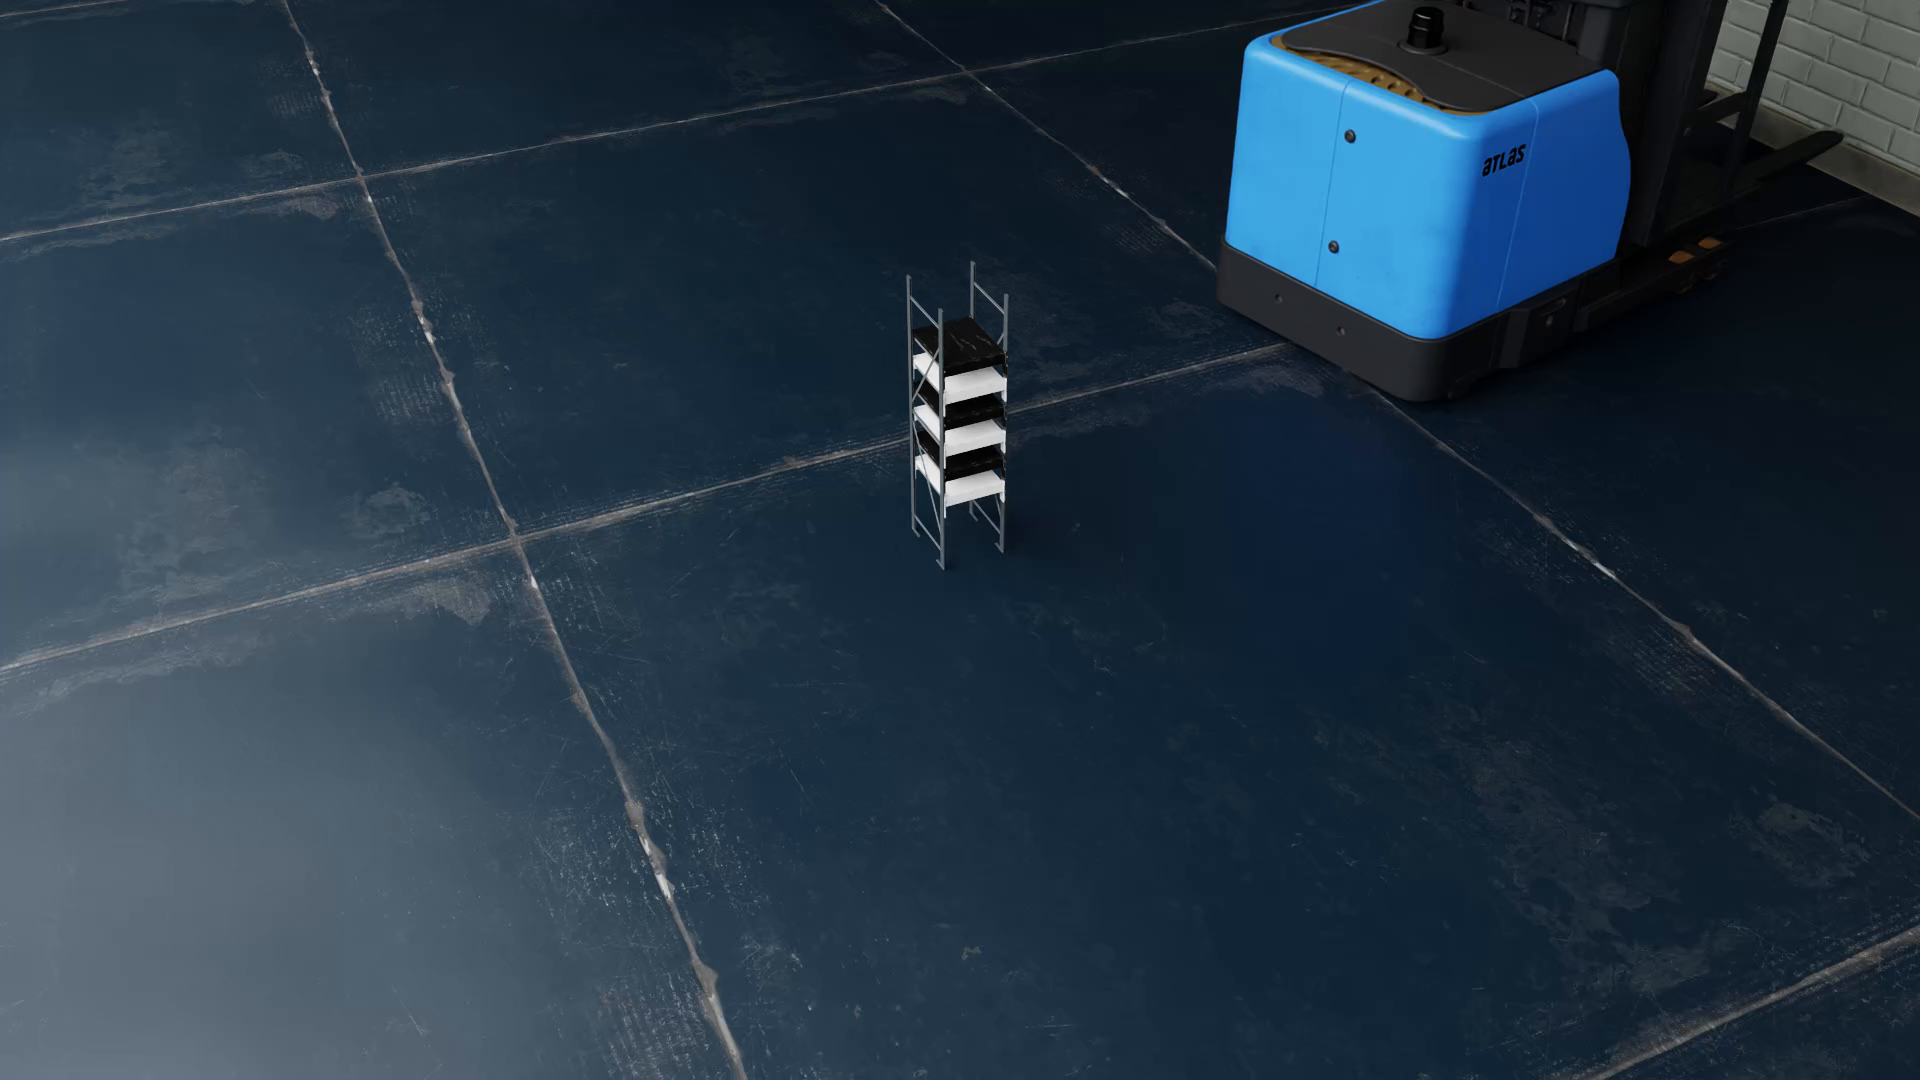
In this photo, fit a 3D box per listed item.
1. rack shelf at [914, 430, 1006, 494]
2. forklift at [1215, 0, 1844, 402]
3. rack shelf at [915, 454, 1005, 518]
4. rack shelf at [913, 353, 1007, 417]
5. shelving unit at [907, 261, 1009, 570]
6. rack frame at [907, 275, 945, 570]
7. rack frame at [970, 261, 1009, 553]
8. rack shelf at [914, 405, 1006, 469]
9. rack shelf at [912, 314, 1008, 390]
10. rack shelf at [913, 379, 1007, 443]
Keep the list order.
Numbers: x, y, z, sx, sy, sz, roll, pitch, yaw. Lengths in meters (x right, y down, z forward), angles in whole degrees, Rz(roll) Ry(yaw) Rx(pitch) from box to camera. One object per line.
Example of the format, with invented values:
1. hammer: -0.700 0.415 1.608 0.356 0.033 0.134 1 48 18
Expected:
1. rack shelf: -0.007 -0.260 5.053 0.200 0.077 0.258 -16 39 -20
2. forklift: 2.458 -2.372 5.987 3.031 2.935 1.130 -25 43 -29
3. rack shelf: -0.007 -0.188 5.106 0.200 0.077 0.258 -16 39 -20
4. rack shelf: -0.007 -0.477 4.892 0.200 0.077 0.258 -16 39 -20
5. shelving unit: -0.007 -0.359 4.979 0.210 0.900 0.258 -16 39 -20
6. rack frame: -0.099 -0.334 4.944 0.006 0.900 0.240 -16 39 -20
7. rack frame: 0.085 -0.385 5.014 0.006 0.900 0.240 -16 39 -20
8. rack shelf: -0.007 -0.333 4.999 0.200 0.077 0.258 -16 39 -20
9. rack shelf: -0.007 -0.549 4.838 0.200 0.077 0.258 -16 39 -20
10. rack shelf: -0.007 -0.405 4.945 0.200 0.077 0.258 -16 39 -20
